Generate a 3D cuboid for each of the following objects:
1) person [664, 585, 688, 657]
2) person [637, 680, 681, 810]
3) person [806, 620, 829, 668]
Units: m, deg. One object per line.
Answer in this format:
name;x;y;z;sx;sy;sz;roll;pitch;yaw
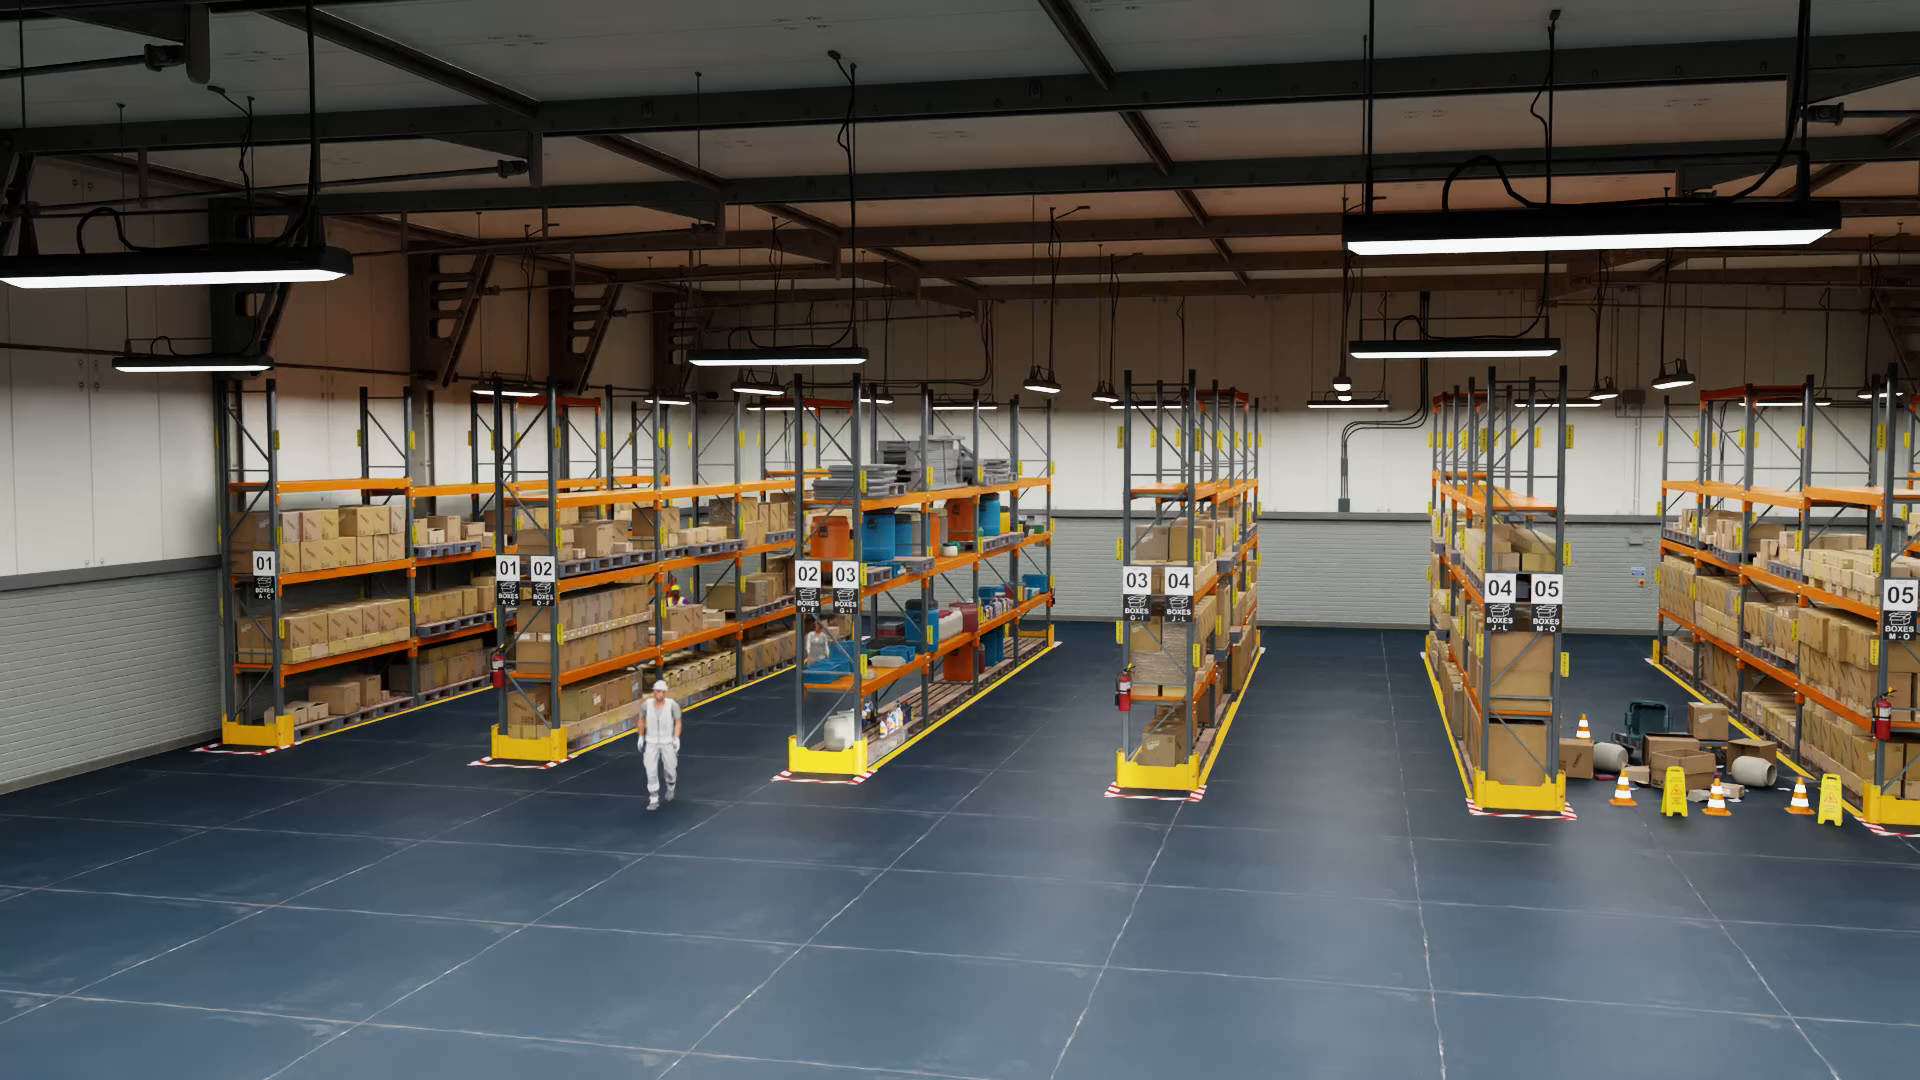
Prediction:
person;-6.456;1.870;37.578;0.660;1.697;1.092;0;3;8
person;-4.108;2.764;22.713;0.603;1.768;0.678;0;3;-8
person;-2.703;2.177;31.452;0.405;1.354;0.972;0;3;6
